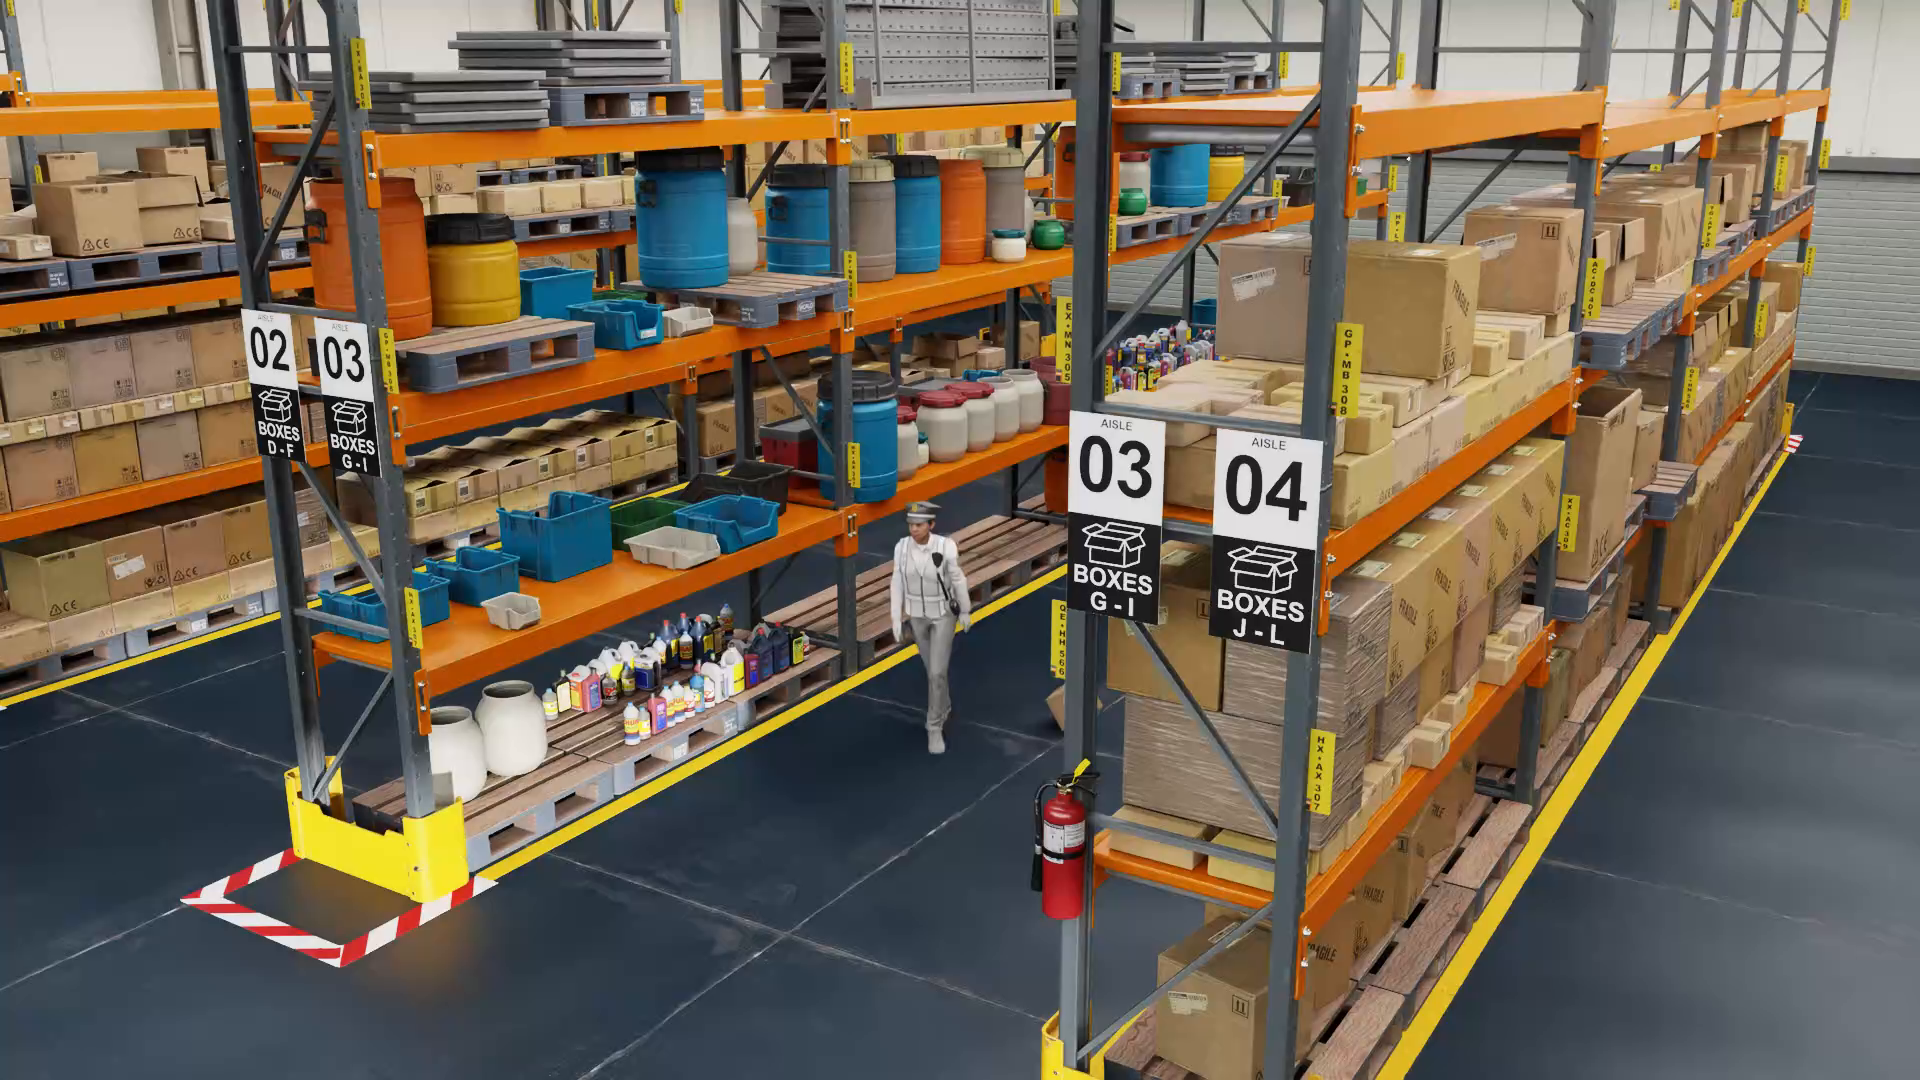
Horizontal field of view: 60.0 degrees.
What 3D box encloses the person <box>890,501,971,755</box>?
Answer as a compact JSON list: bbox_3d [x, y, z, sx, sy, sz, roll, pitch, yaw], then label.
[{"bbox_3d":[-0.216,0.532,11.225,0.508,1.702,0.692,6,17,20],"label":"person"}]
